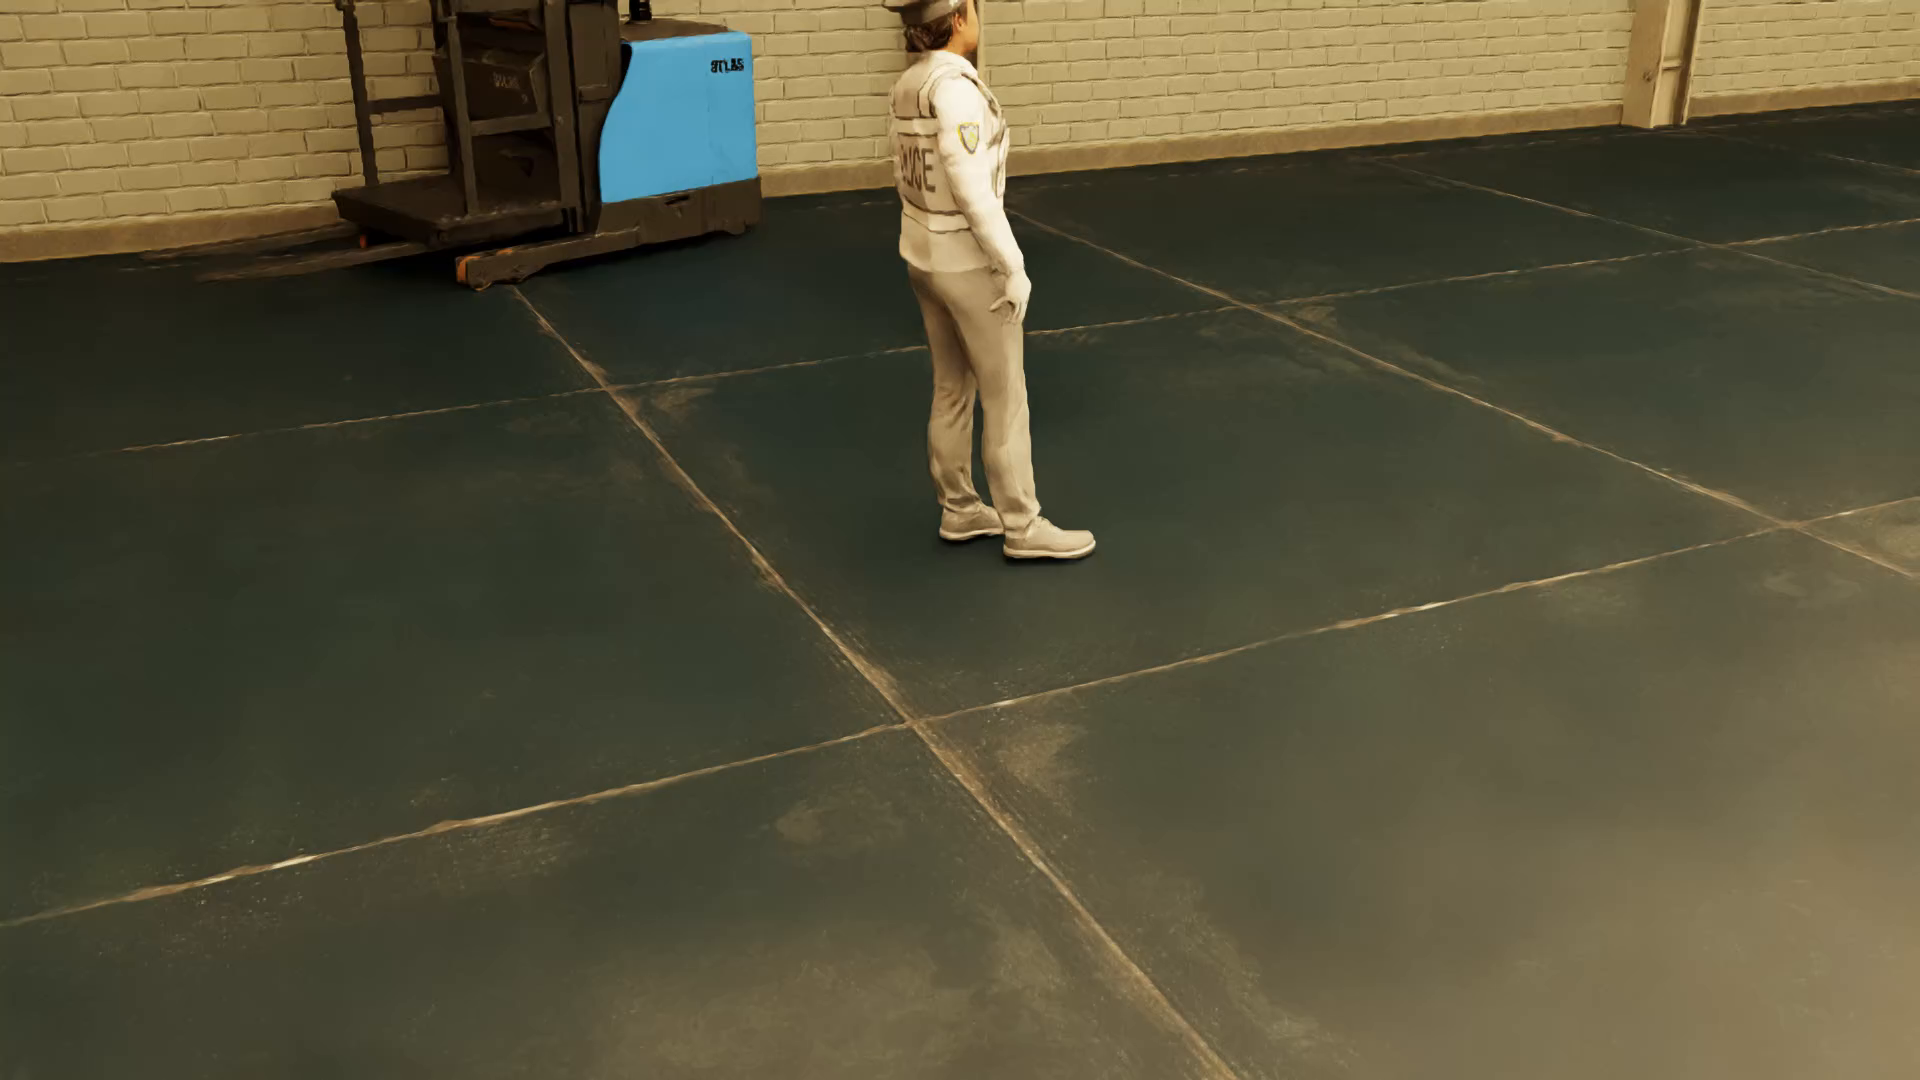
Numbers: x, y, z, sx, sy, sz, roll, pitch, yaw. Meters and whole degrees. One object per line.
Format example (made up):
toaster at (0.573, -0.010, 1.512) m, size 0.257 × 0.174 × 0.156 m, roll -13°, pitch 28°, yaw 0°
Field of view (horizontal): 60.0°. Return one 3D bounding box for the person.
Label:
person at (0.064, -0.798, 4.799) m, size 0.532 × 1.695 × 0.586 m, roll -10°, pitch 25°, yaw -23°

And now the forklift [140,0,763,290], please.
forklift at (-2.483, -2.777, 7.972) m, size 1.130 × 2.935 × 3.031 m, roll 21°, pitch 30°, yaw 41°
